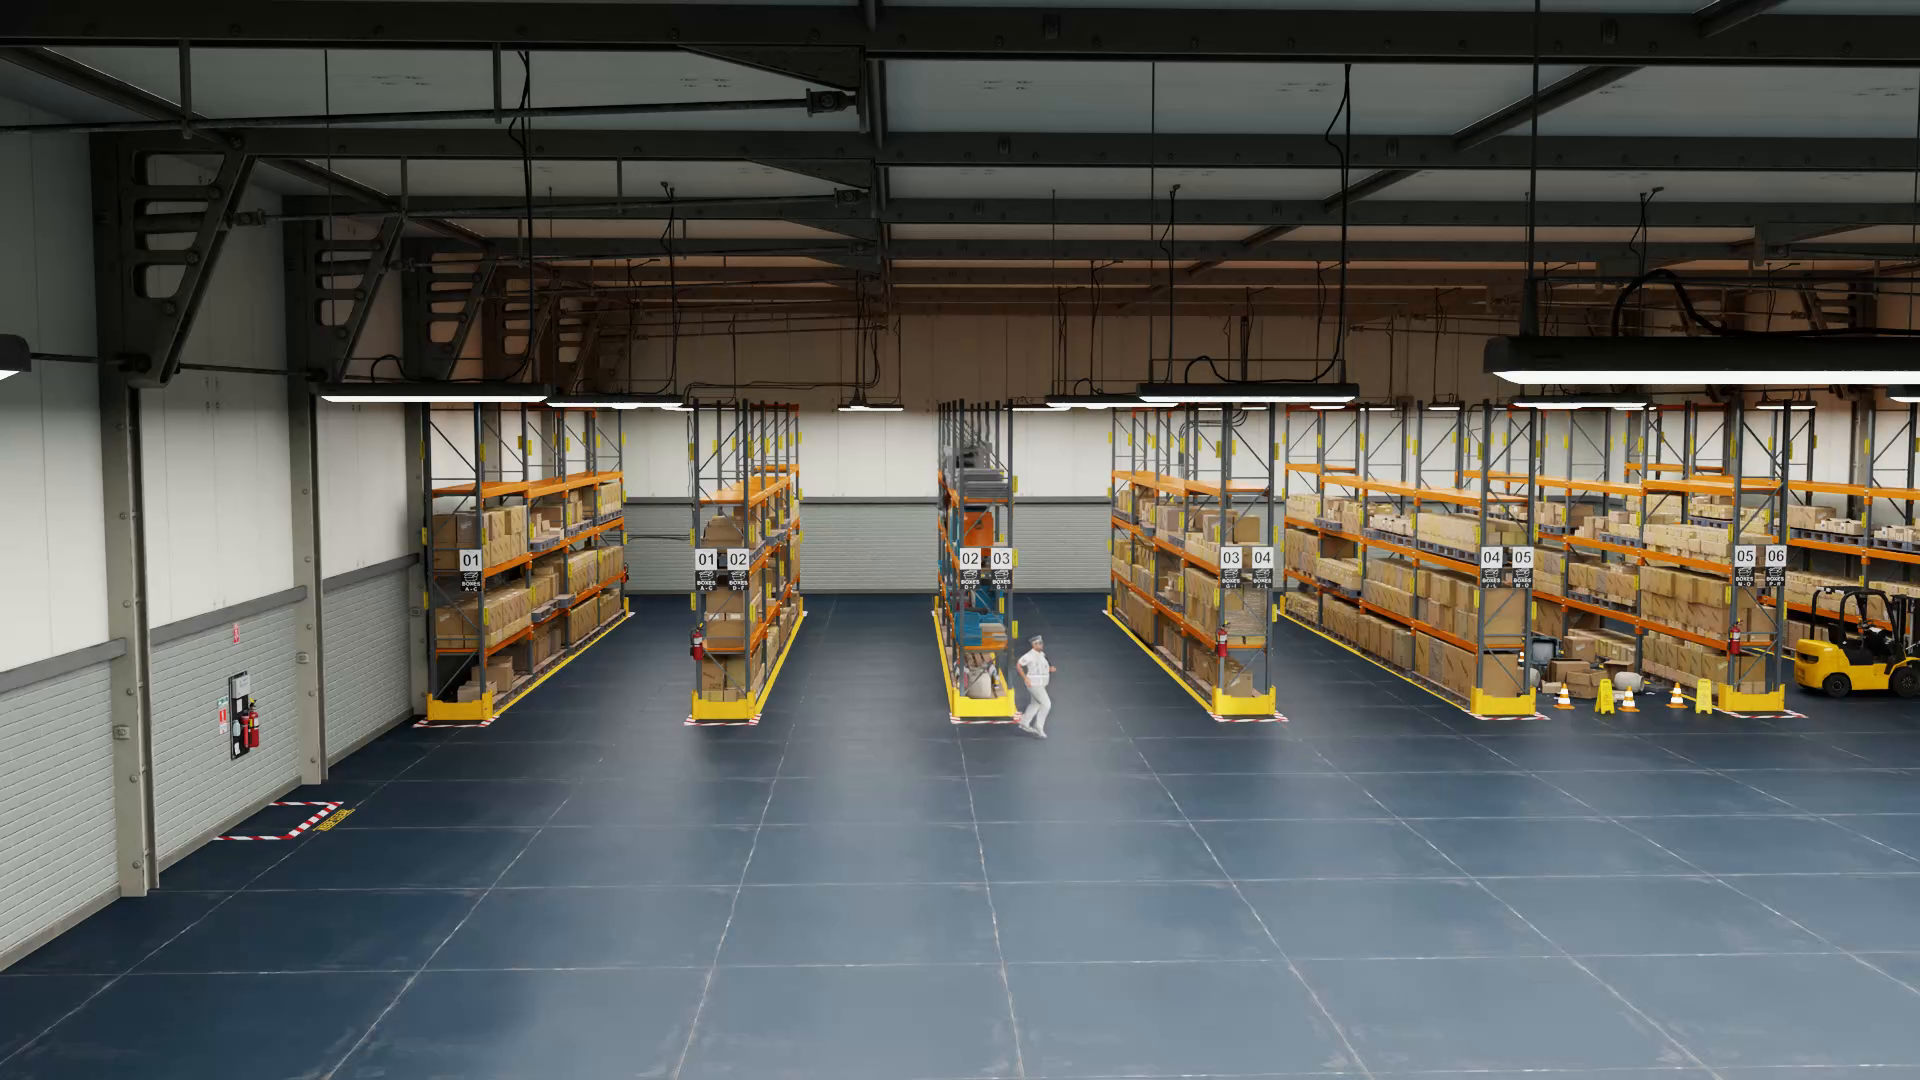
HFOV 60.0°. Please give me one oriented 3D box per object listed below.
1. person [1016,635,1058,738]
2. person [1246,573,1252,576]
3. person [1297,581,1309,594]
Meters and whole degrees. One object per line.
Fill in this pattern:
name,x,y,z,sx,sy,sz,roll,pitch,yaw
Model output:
person,1.377,2.606,29.544,0.764,1.844,0.632,2,5,23
person,7.992,1.326,47.339,0.676,1.660,0.604,3,5,32
person,10.126,1.191,48.930,0.868,1.637,0.604,3,5,32
